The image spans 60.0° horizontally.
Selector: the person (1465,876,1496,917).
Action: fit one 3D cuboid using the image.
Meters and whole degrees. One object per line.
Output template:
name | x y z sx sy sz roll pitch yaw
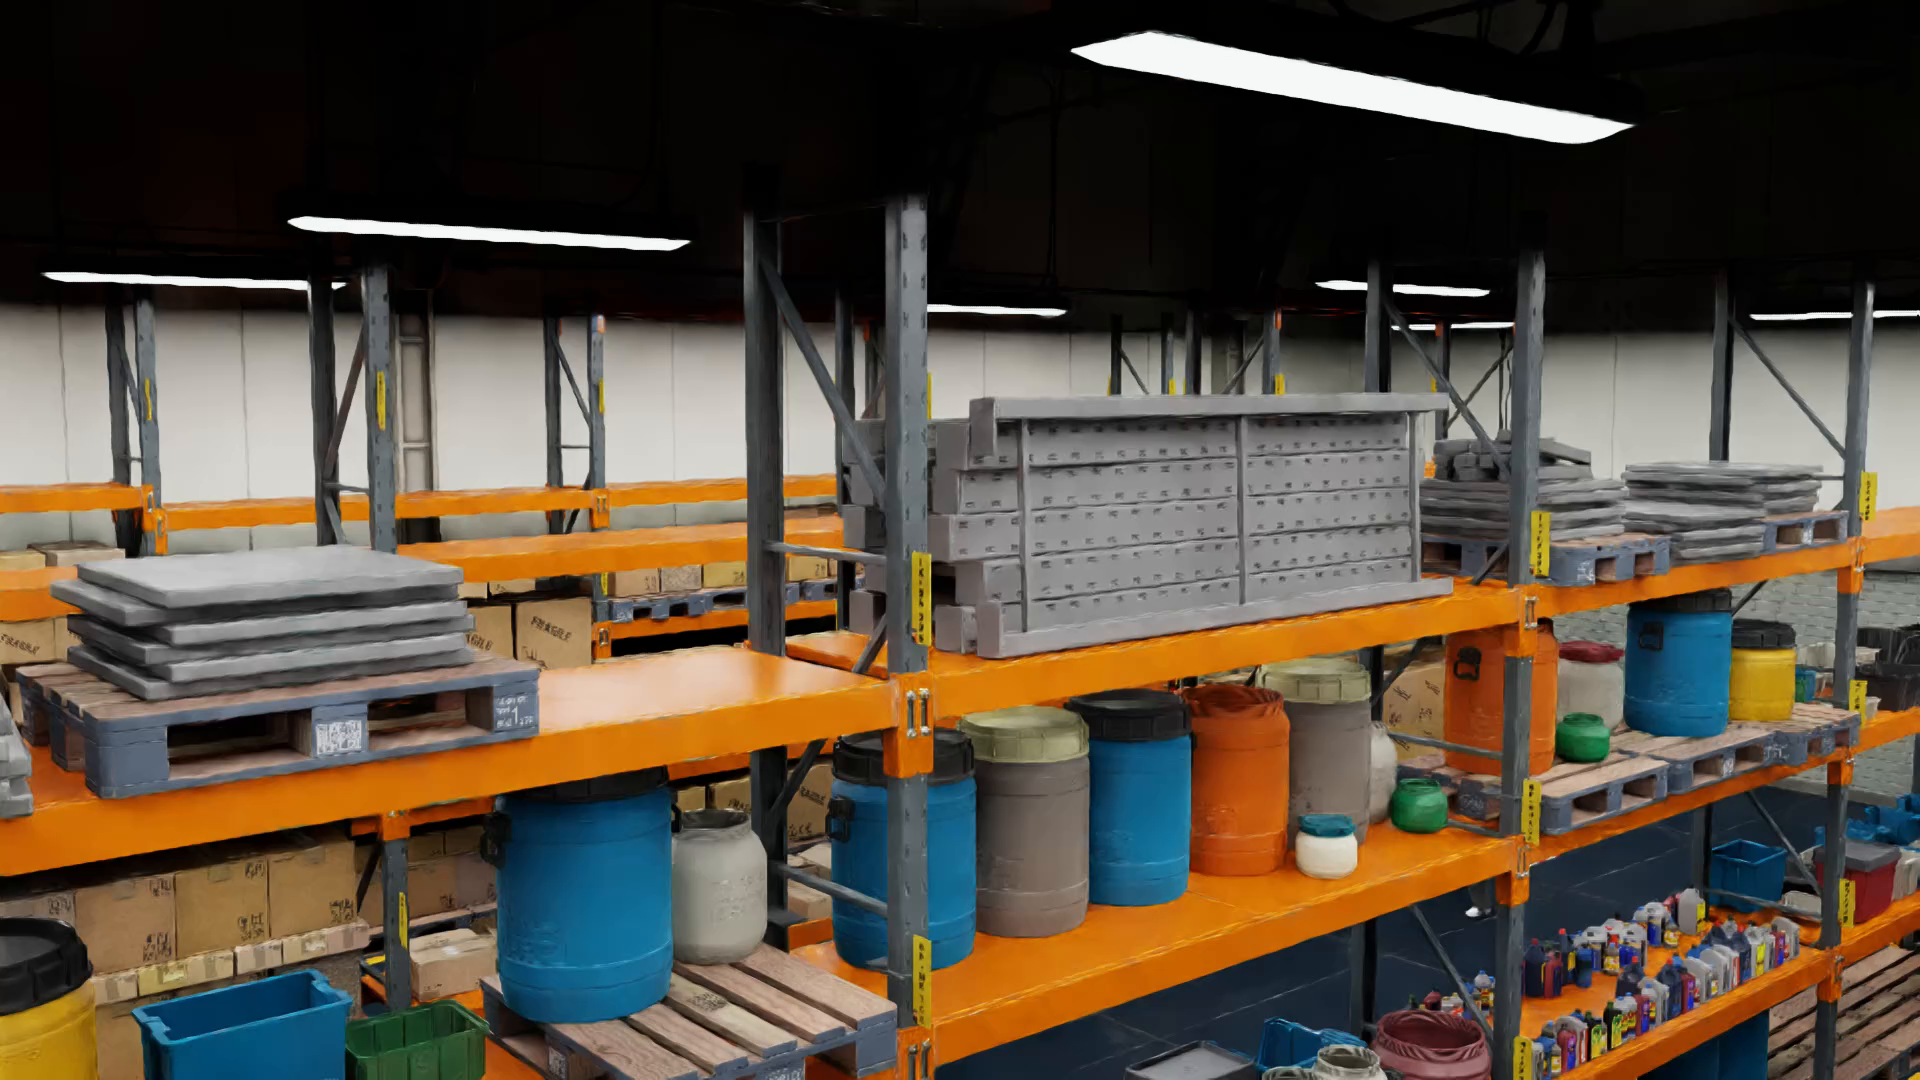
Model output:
person | 5.056 2.853 15.755 0.507 1.618 0.580 -5 7 -42
